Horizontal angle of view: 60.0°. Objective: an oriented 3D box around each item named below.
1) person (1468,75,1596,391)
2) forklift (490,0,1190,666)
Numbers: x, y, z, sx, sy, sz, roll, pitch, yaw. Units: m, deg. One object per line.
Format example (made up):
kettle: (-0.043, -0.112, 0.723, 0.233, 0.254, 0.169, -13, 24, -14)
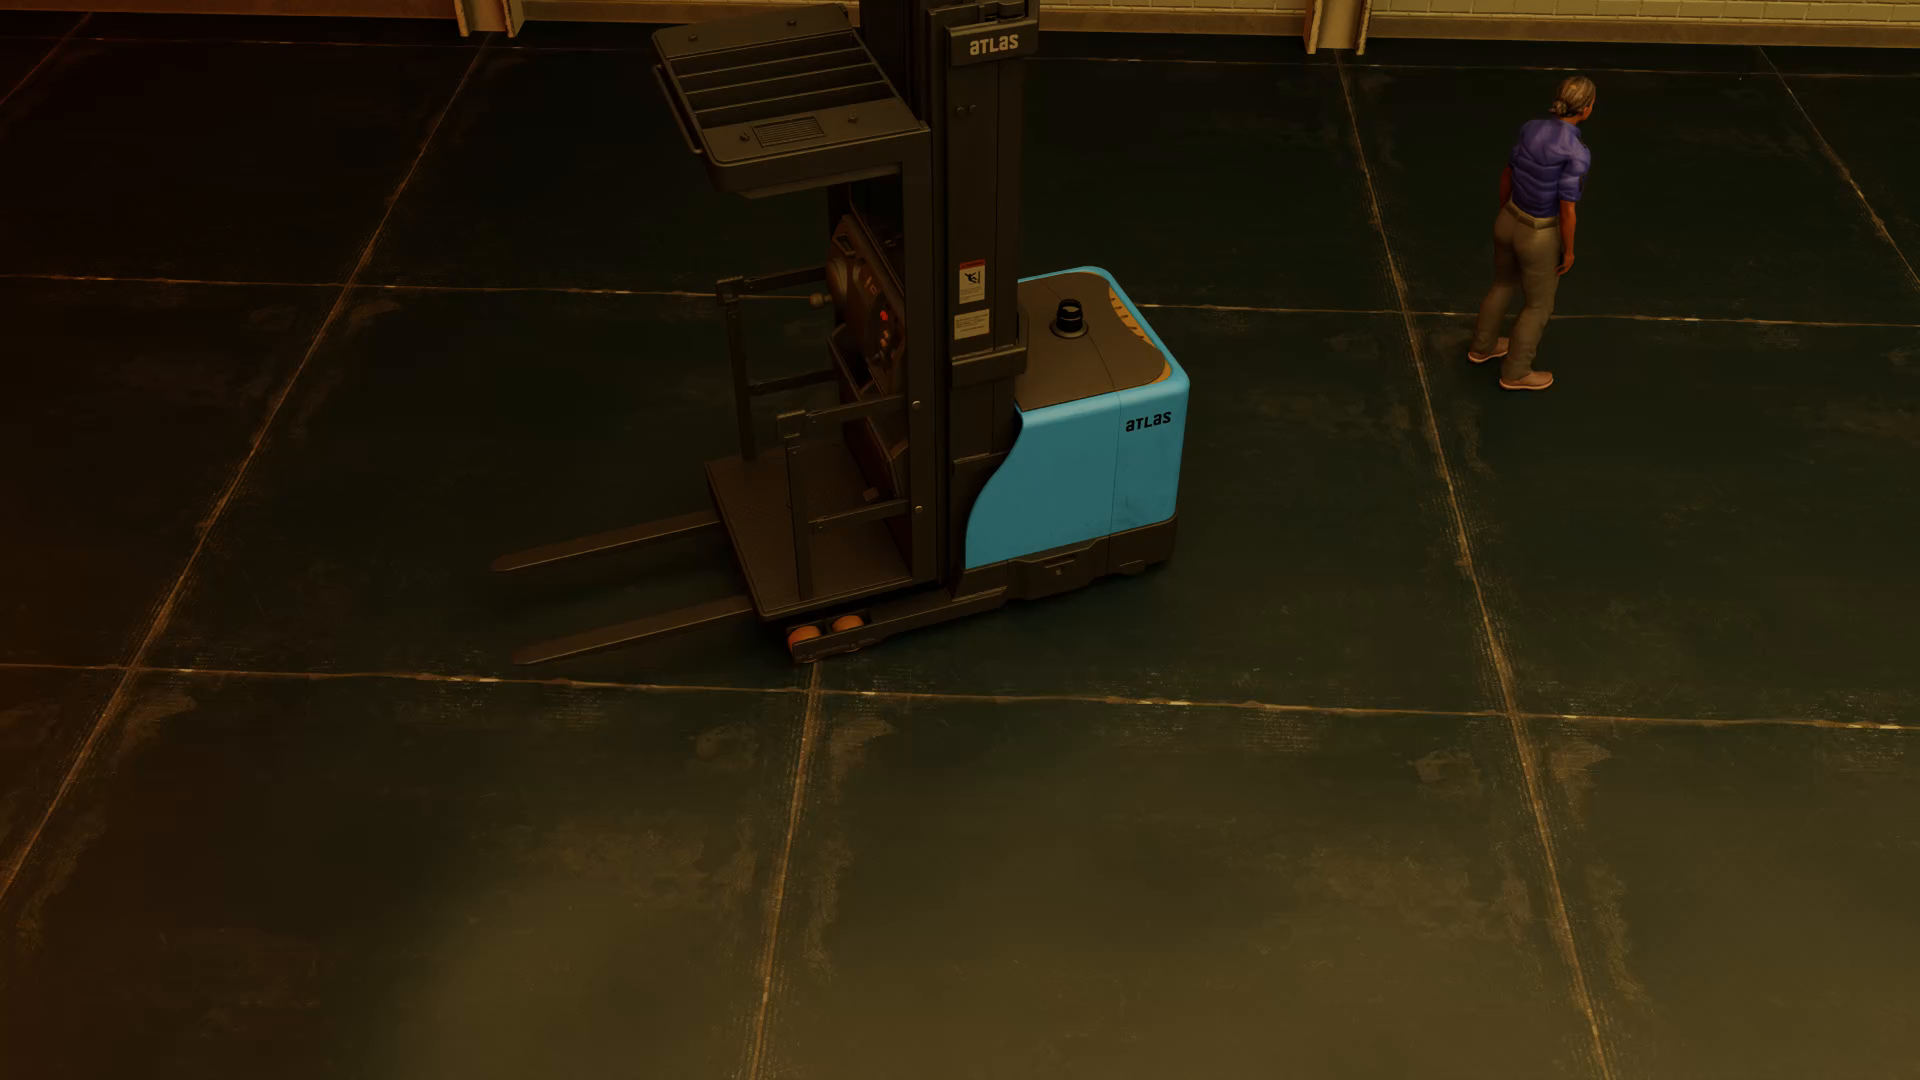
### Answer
person: (2.905, -1.535, 8.372, 0.348, 1.655, 0.514, -19, 46, -20)
forklift: (-0.573, -0.945, 6.778, 3.031, 2.935, 1.130, -13, 44, -14)
